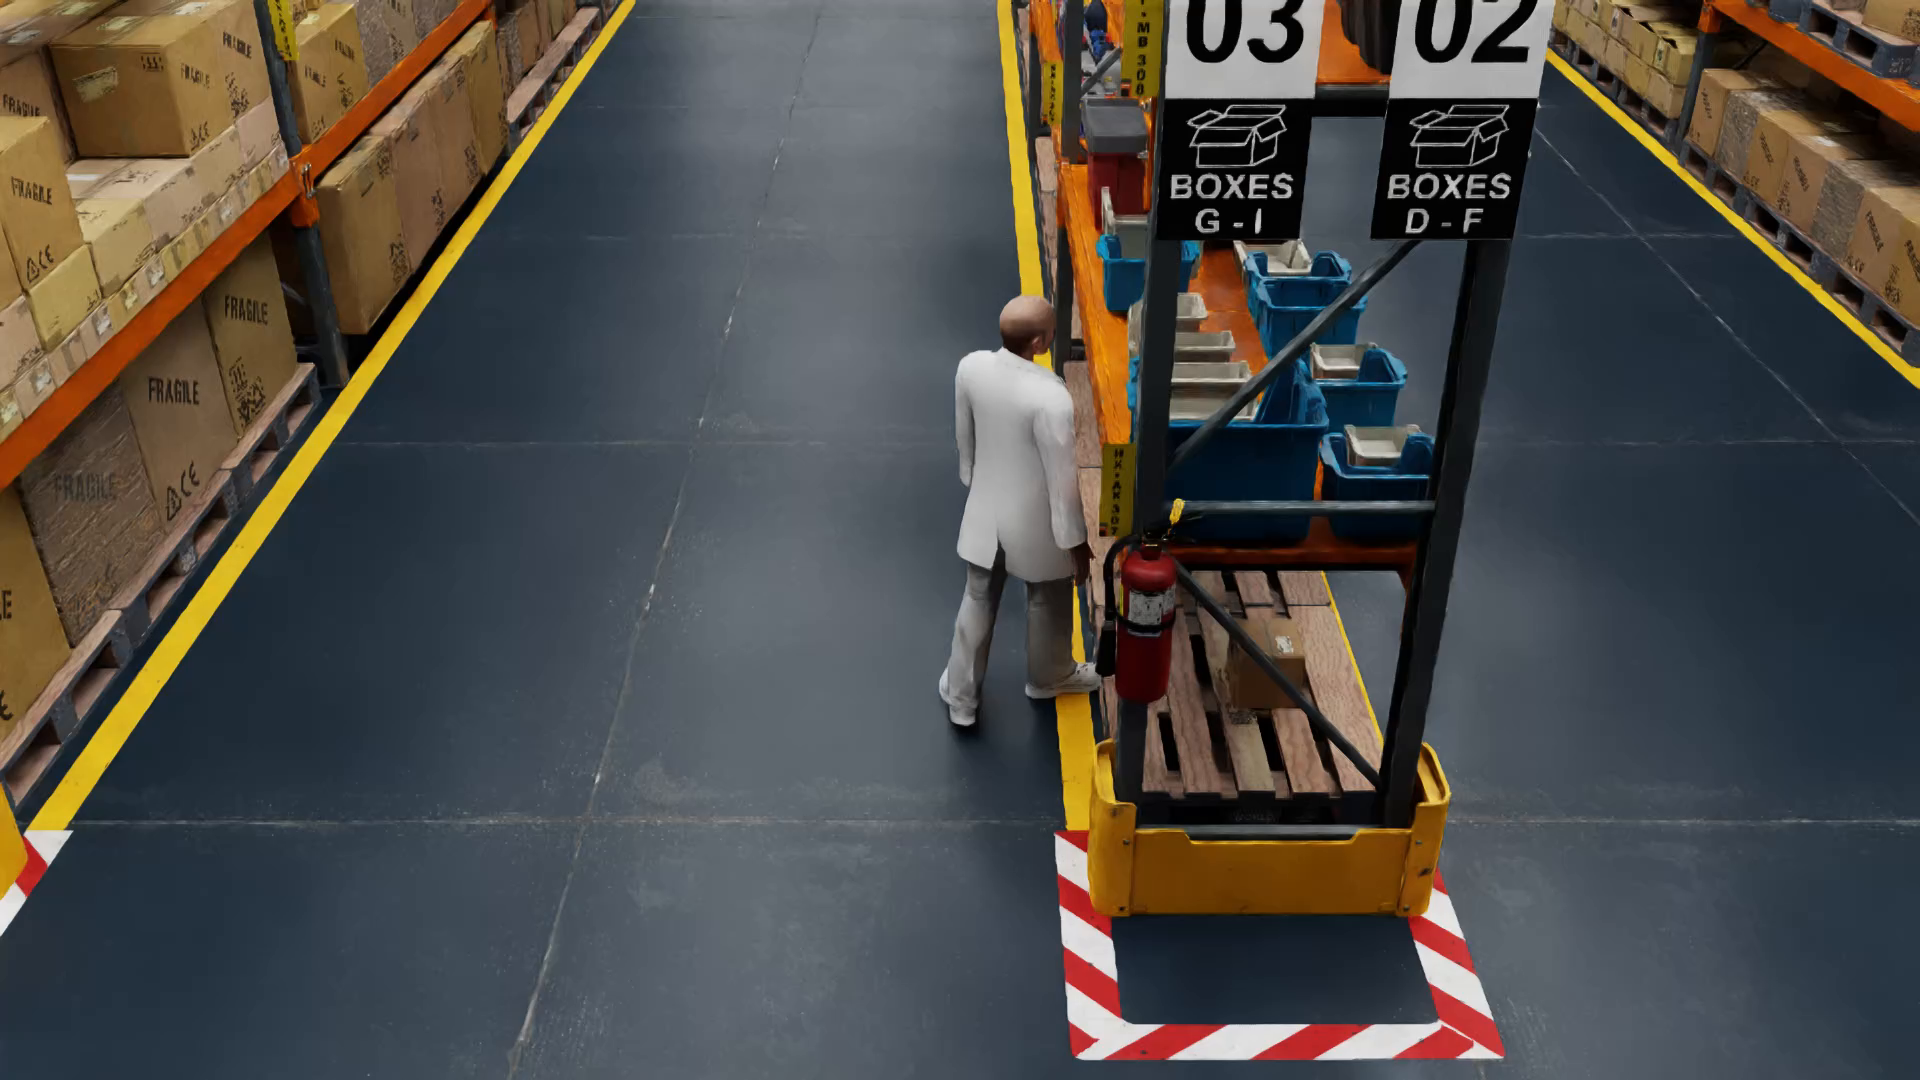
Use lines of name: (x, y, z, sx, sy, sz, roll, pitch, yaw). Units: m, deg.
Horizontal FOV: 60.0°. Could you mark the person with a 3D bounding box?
person: (0.249, -0.112, 6.322, 0.685, 1.772, 0.705, 24, 39, 34)
